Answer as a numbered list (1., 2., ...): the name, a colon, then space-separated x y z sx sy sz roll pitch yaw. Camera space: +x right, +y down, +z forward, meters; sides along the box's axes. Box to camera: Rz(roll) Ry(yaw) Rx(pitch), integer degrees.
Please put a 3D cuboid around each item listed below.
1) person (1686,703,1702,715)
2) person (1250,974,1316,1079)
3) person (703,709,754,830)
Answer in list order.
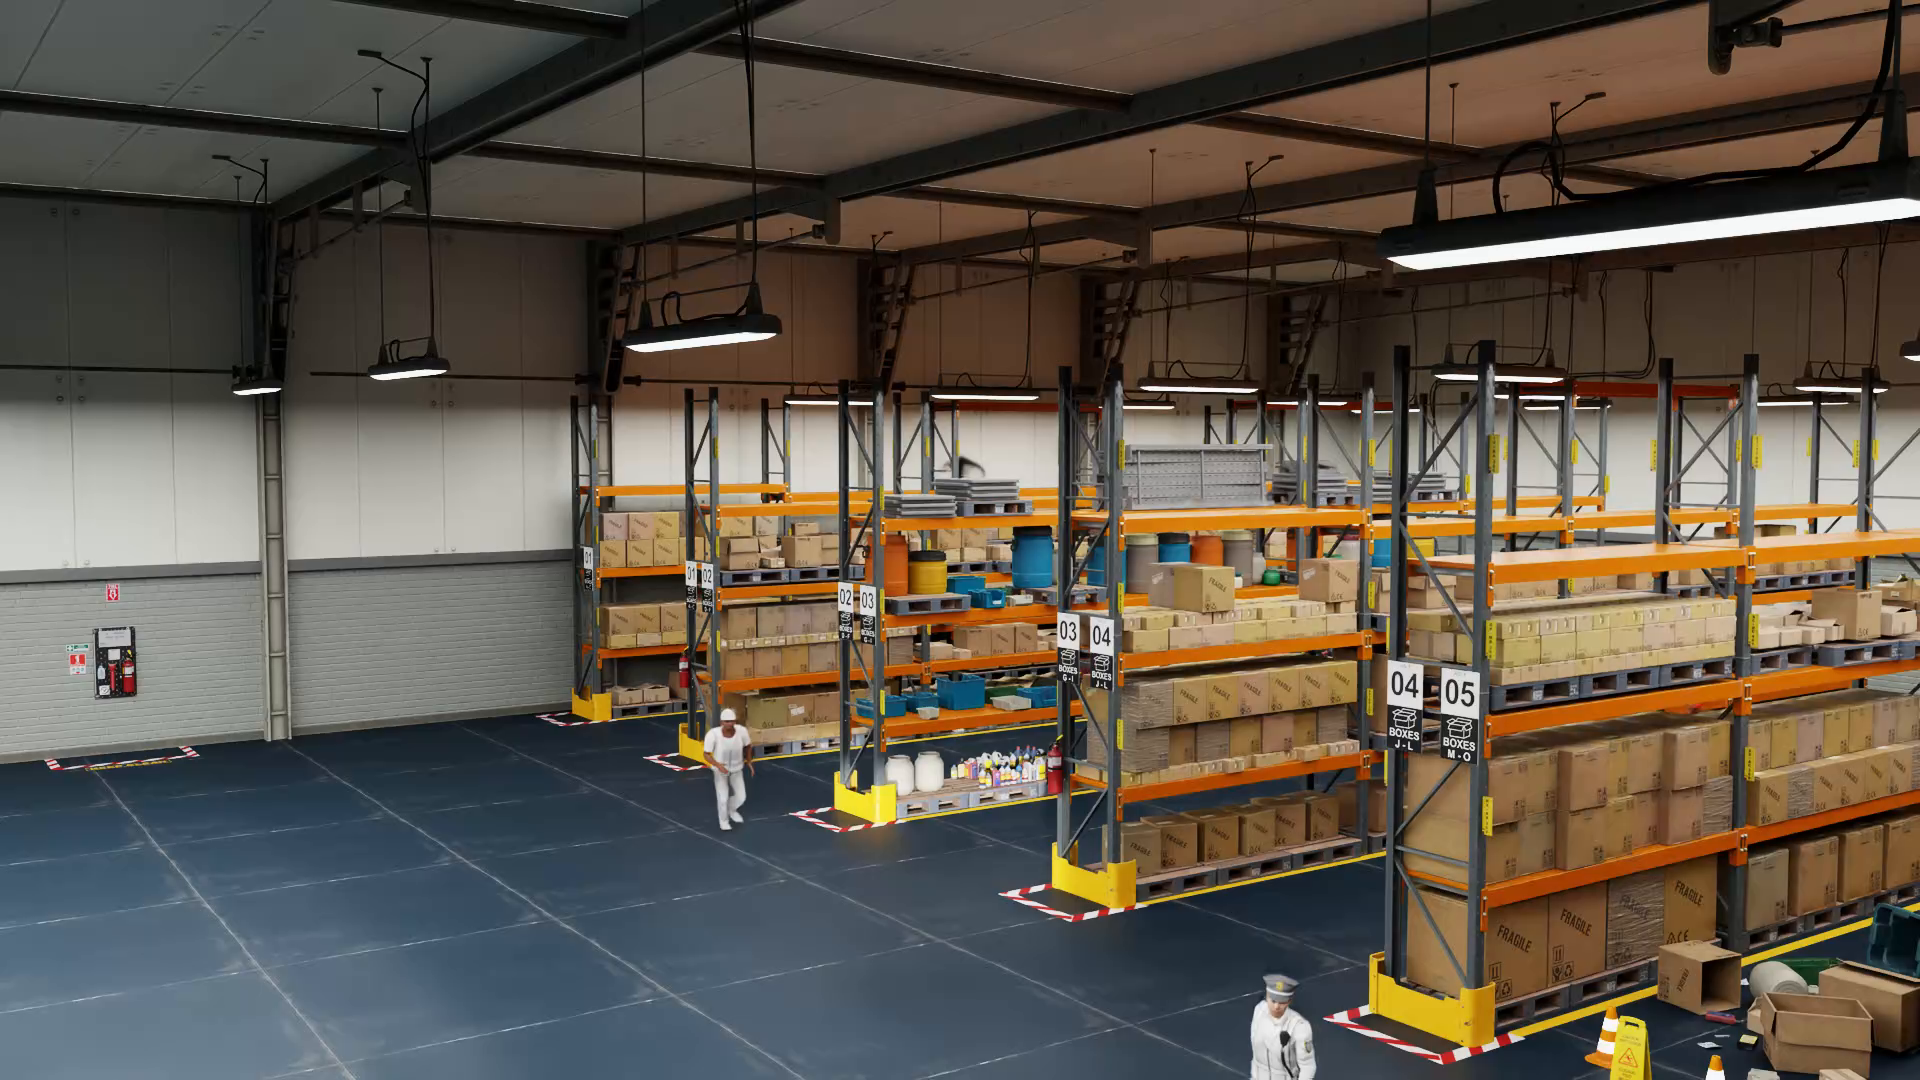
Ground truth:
1. person: 9.709 2.947 22.207 0.570 1.750 0.773 -1 4 -21
2. person: 2.142 3.681 11.229 0.613 1.610 0.563 2 4 32
3. person: -3.061 3.020 21.915 0.689 1.658 0.779 -1 4 -20
